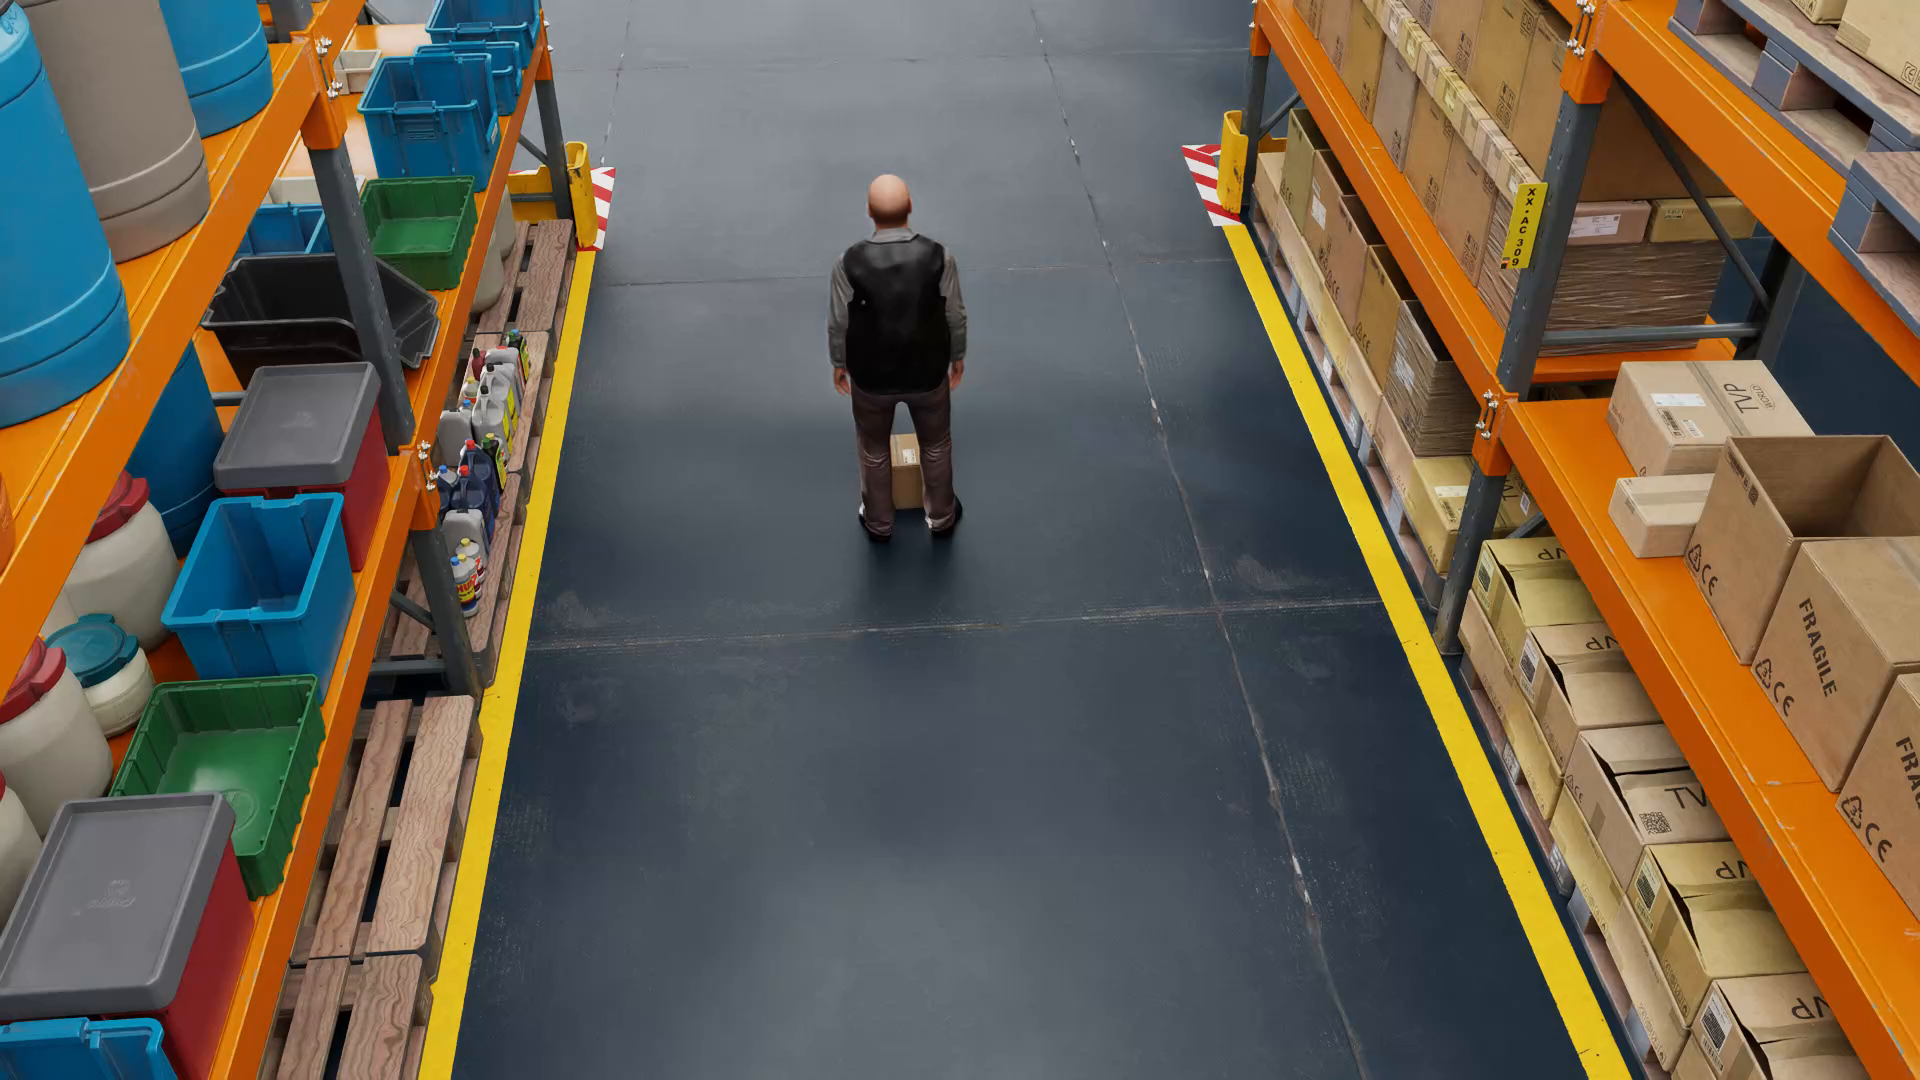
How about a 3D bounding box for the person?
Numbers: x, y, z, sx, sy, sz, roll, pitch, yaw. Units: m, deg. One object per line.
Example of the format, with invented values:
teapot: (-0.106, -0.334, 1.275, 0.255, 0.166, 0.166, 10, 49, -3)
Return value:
person: (-0.258, -0.715, 7.060, 0.582, 1.721, 0.412, -3, 39, -4)
